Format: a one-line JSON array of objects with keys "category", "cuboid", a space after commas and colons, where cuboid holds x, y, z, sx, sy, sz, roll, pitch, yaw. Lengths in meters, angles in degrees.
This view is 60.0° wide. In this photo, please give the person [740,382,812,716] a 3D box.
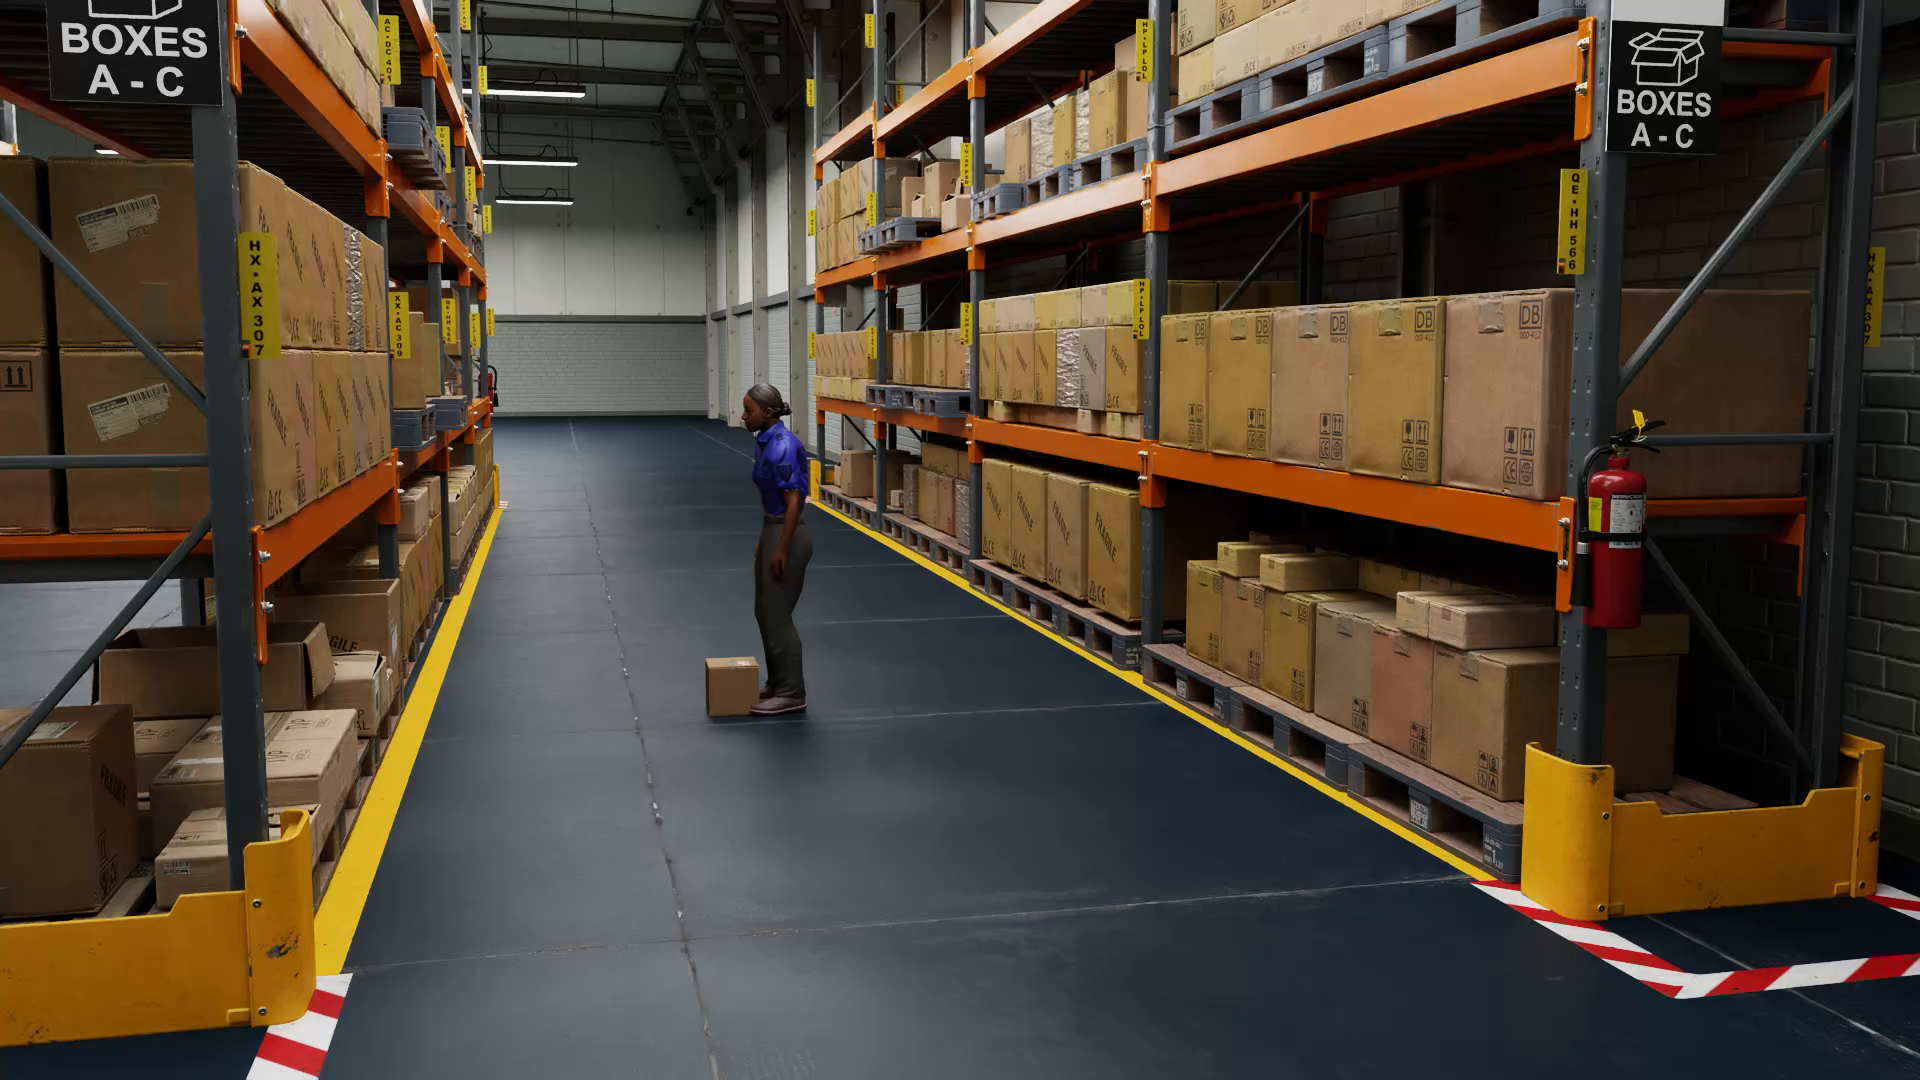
[{"category": "person", "cuboid": [-0.929, 0.034, 8.395, 0.346, 1.655, 0.505, -1, 6, -13]}]
